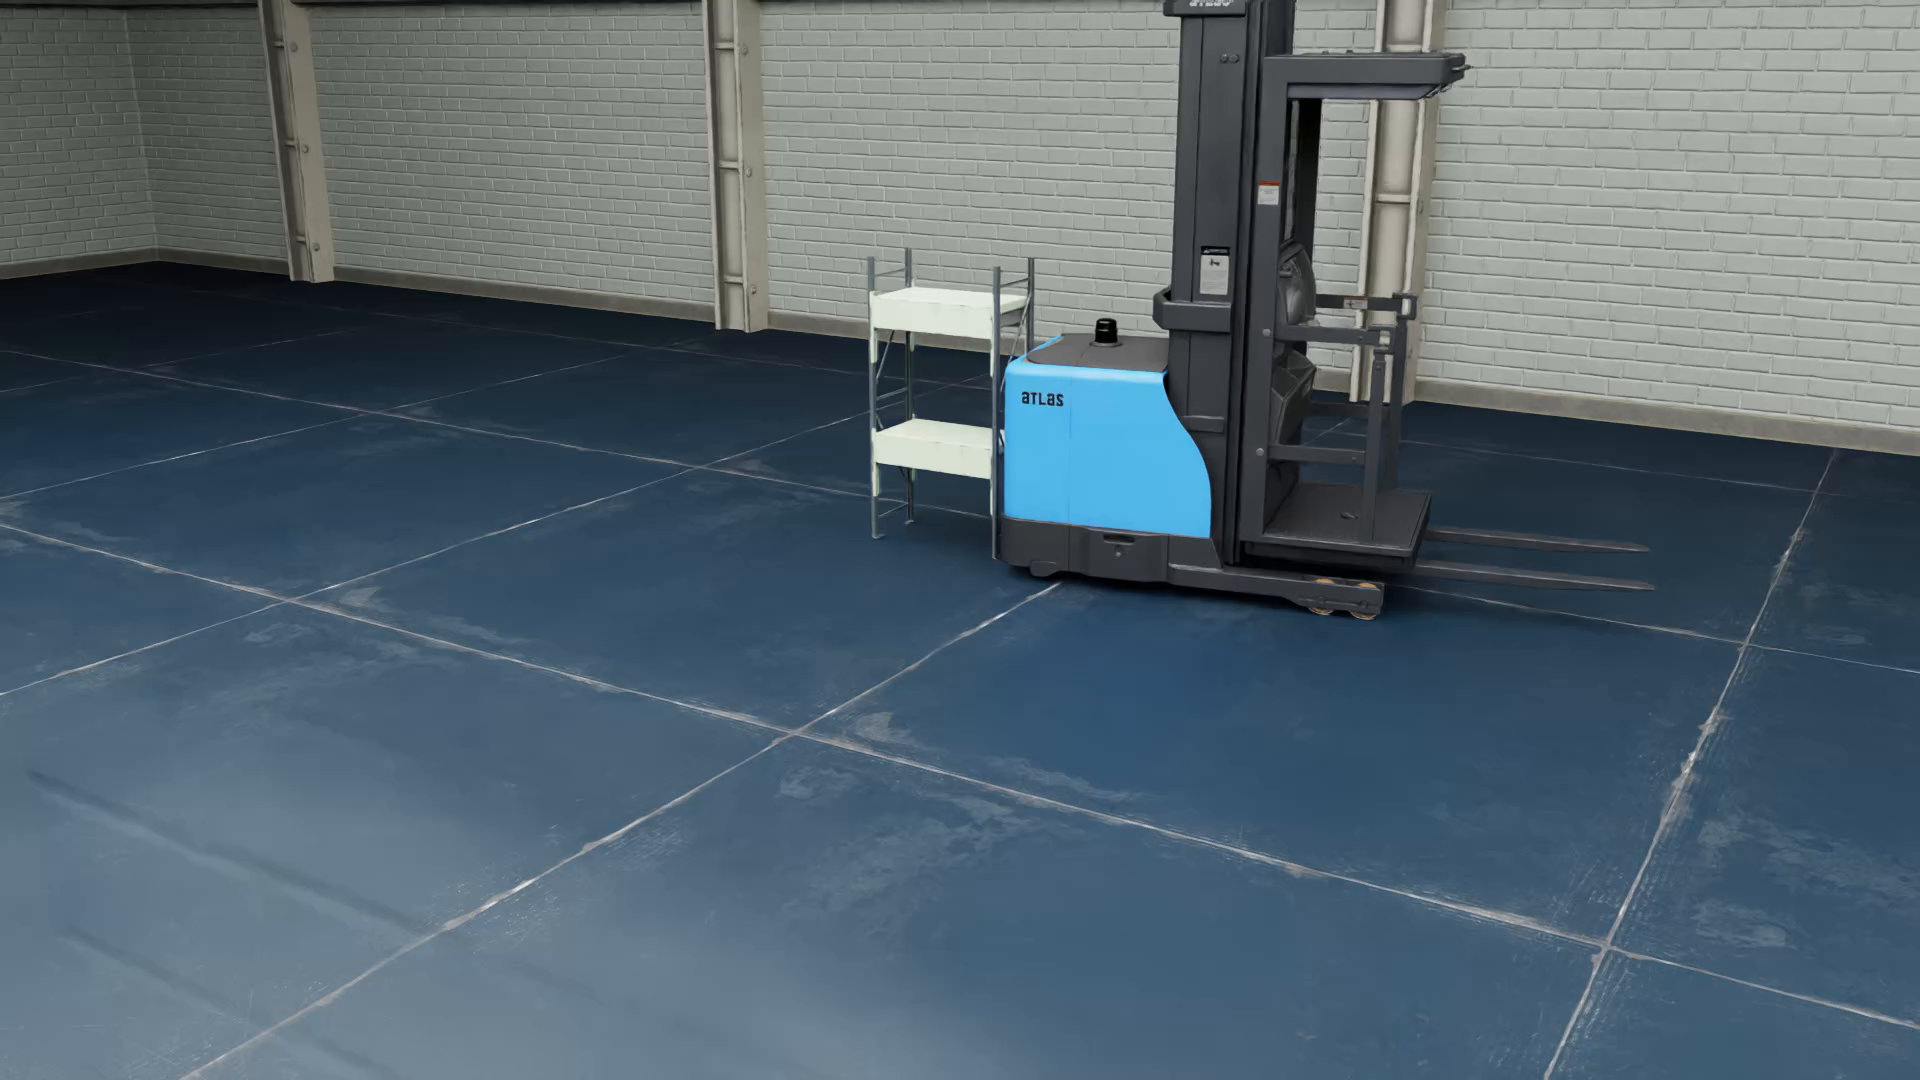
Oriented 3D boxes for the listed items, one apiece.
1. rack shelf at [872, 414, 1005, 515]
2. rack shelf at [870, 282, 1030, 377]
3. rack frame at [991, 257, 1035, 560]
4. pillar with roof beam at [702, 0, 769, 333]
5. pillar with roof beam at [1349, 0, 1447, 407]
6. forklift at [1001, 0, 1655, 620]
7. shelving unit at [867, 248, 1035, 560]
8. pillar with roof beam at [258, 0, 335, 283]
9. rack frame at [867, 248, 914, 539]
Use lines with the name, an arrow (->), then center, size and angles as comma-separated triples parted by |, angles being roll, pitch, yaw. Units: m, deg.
rack shelf -> -0.047, -0.408, 8.767 | 0.720, 0.370, 0.431 | 9, 19, 28
rack shelf -> -0.047, -1.094, 8.558 | 0.720, 0.370, 0.431 | 9, 19, 28
rack frame -> 0.271, -0.667, 8.498 | 0.023, 1.500, 0.400 | 9, 19, 28
pillar with roof beam -> -4.250, -5.184, 10.466 | 0.400, 9.000, 9.100 | 10, 20, 30
pillar with roof beam -> 0.863, -4.272, 7.462 | 0.400, 9.000, 9.100 | 10, 20, 30
forklift -> 1.777, -1.209, 7.819 | 3.031, 2.935, 1.130 | 6, 18, 19
shelving unit -> -0.047, -0.720, 8.672 | 0.755, 1.500, 0.431 | 9, 19, 28
pillar with roof beam -> -9.363, -6.097, 13.471 | 0.400, 9.000, 9.100 | 10, 20, 30
rack frame -> -0.364, -0.773, 8.846 | 0.023, 1.500, 0.400 | 9, 19, 28
